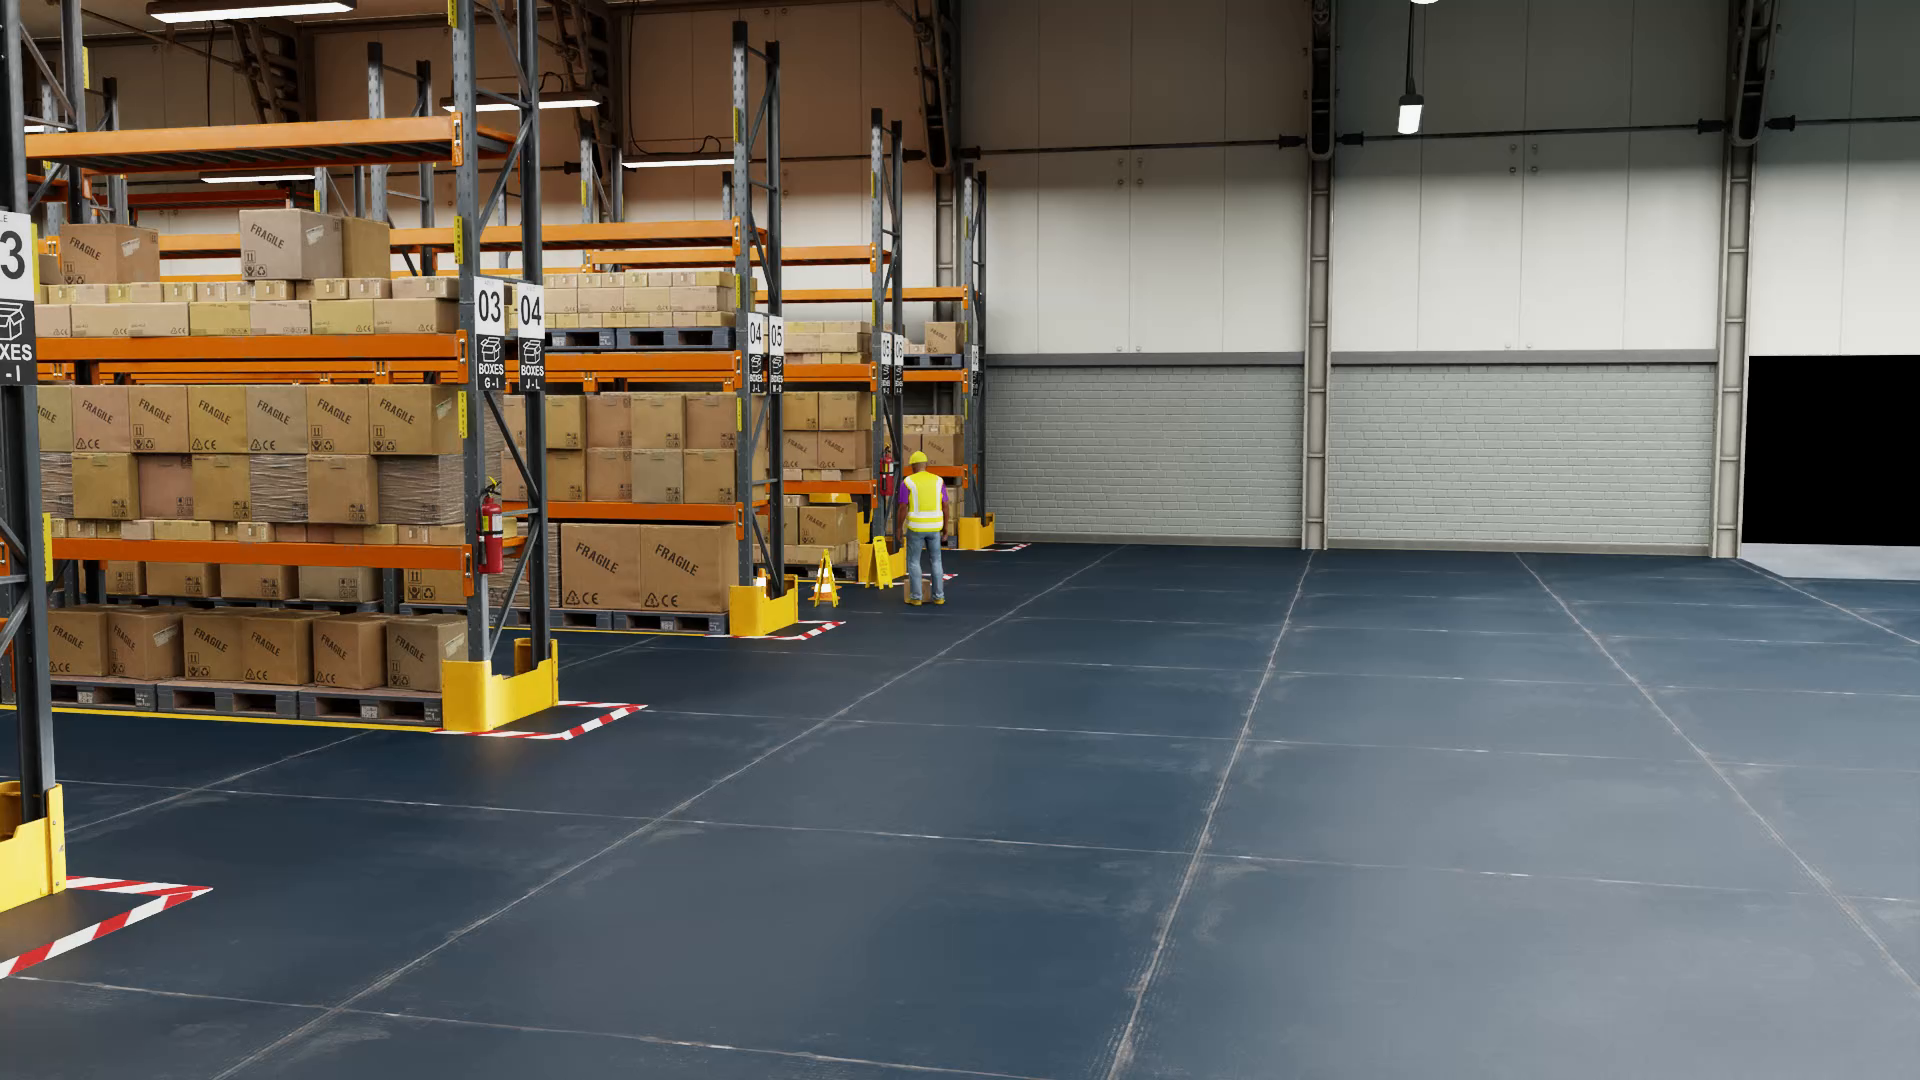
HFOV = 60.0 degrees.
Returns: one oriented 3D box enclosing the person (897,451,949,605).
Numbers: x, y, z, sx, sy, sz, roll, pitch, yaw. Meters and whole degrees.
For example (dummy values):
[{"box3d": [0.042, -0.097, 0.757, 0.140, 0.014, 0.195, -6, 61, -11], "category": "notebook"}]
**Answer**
[{"box3d": [-0.431, -0.139, 19.087, 0.631, 1.759, 0.461, -2, 5, -20], "category": "person"}]
